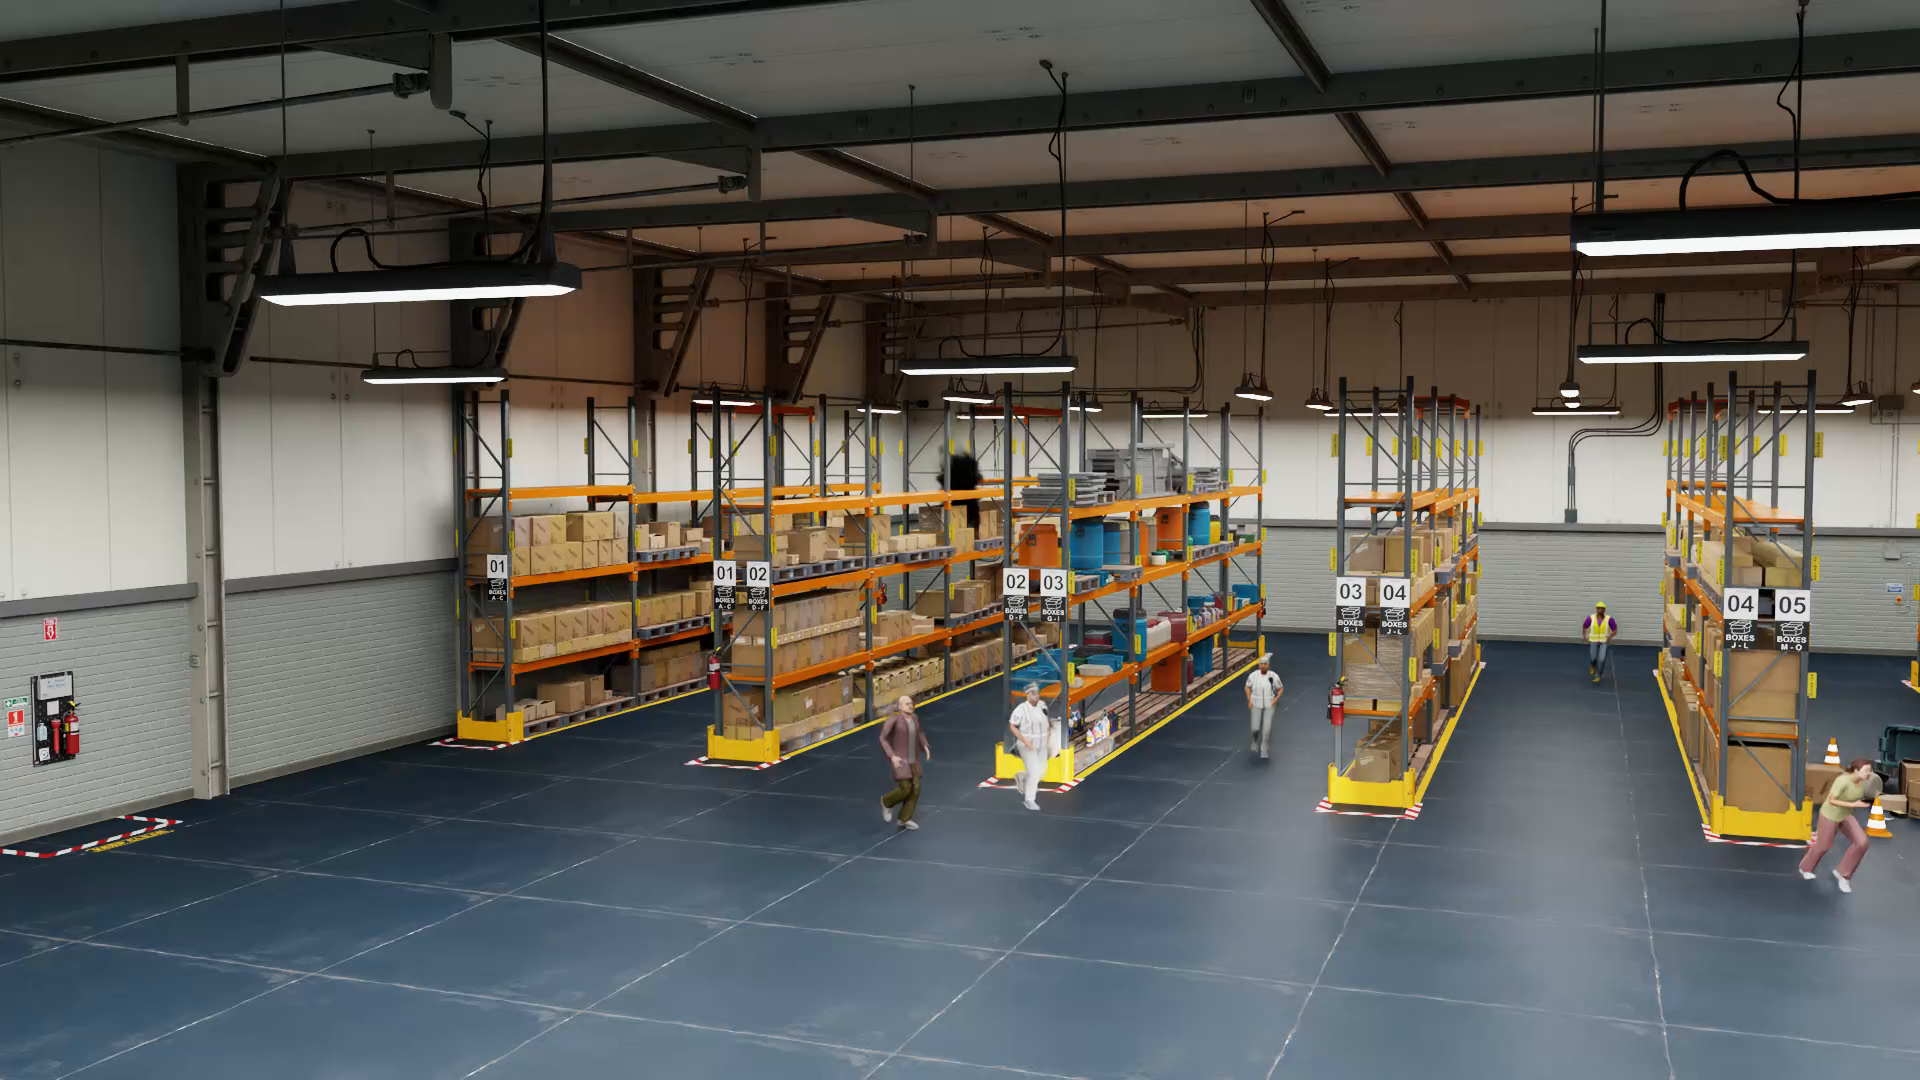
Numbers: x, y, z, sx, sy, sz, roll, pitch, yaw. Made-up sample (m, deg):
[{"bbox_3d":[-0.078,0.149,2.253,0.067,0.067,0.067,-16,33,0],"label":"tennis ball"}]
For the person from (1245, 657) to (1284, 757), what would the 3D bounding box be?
[{"bbox_3d":[4.939,2.706,26.987,0.618,1.635,0.545,1,3,10],"label":"person"}]

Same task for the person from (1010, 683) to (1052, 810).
[{"bbox_3d":[0.963,2.857,23.299,0.680,1.776,0.663,-2,4,-36],"label":"person"}]

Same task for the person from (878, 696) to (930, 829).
[{"bbox_3d":[-0.747,2.923,22.002,0.731,1.750,0.635,-3,4,-43],"label":"person"}]

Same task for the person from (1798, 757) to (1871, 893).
[{"bbox_3d":[9.966,3.195,18.888,0.611,1.581,0.936,-1,3,-22],"label":"person"}]

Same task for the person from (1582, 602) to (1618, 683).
[{"bbox_3d":[13.697,2.191,35.620,0.715,1.717,0.589,1,3,24],"label":"person"}]
